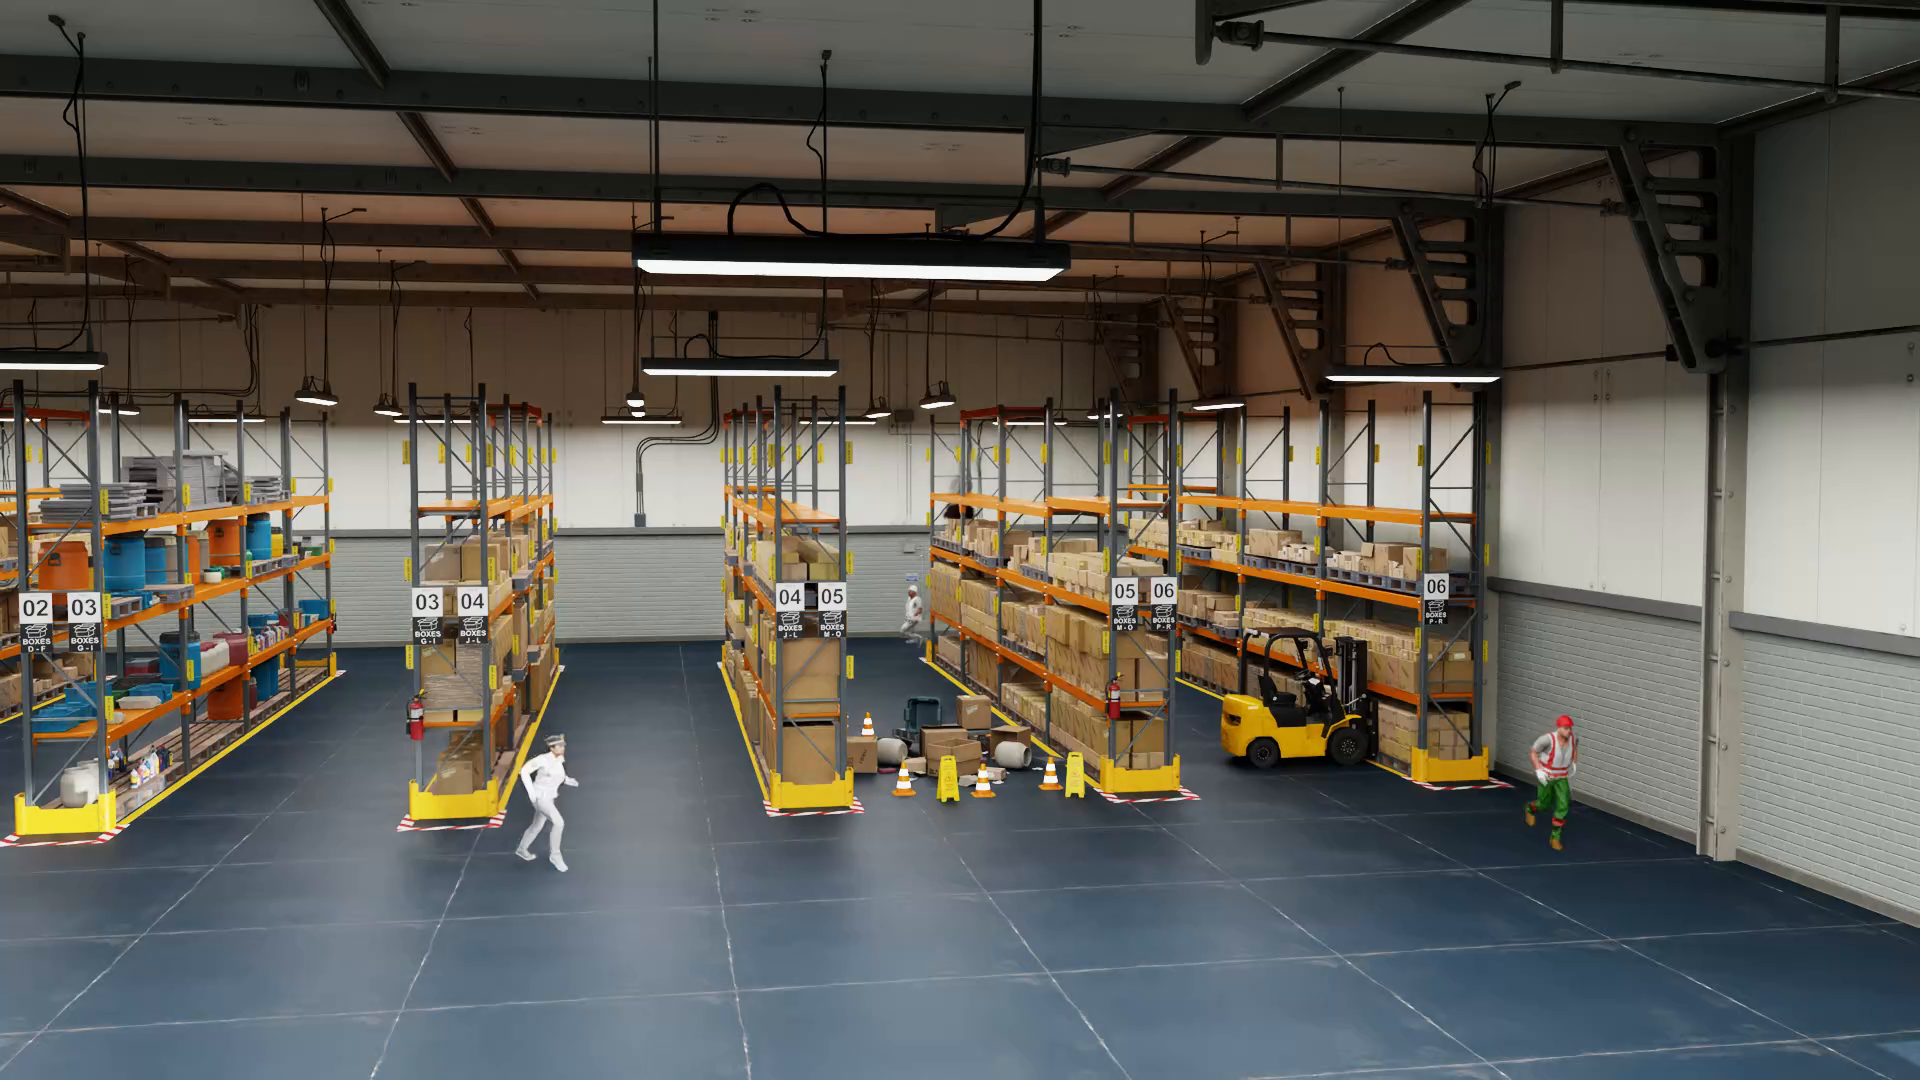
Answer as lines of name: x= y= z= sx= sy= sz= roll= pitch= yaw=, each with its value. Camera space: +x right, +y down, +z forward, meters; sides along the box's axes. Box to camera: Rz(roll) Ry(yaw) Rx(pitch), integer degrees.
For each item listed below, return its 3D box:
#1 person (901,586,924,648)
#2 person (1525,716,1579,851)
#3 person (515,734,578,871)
person: x=-1.191 y=1.951 z=41.883 sx=0.701 sy=1.609 sz=0.686 roll=-1 pitch=3 yaw=-23
person: x=7.621 y=3.076 z=21.478 sx=0.669 sy=1.731 sz=0.990 roll=-1 pitch=3 yaw=-15
person: x=-5.083 y=3.172 z=20.218 sx=0.870 sy=1.675 sz=0.632 roll=1 pitch=3 yaw=21
